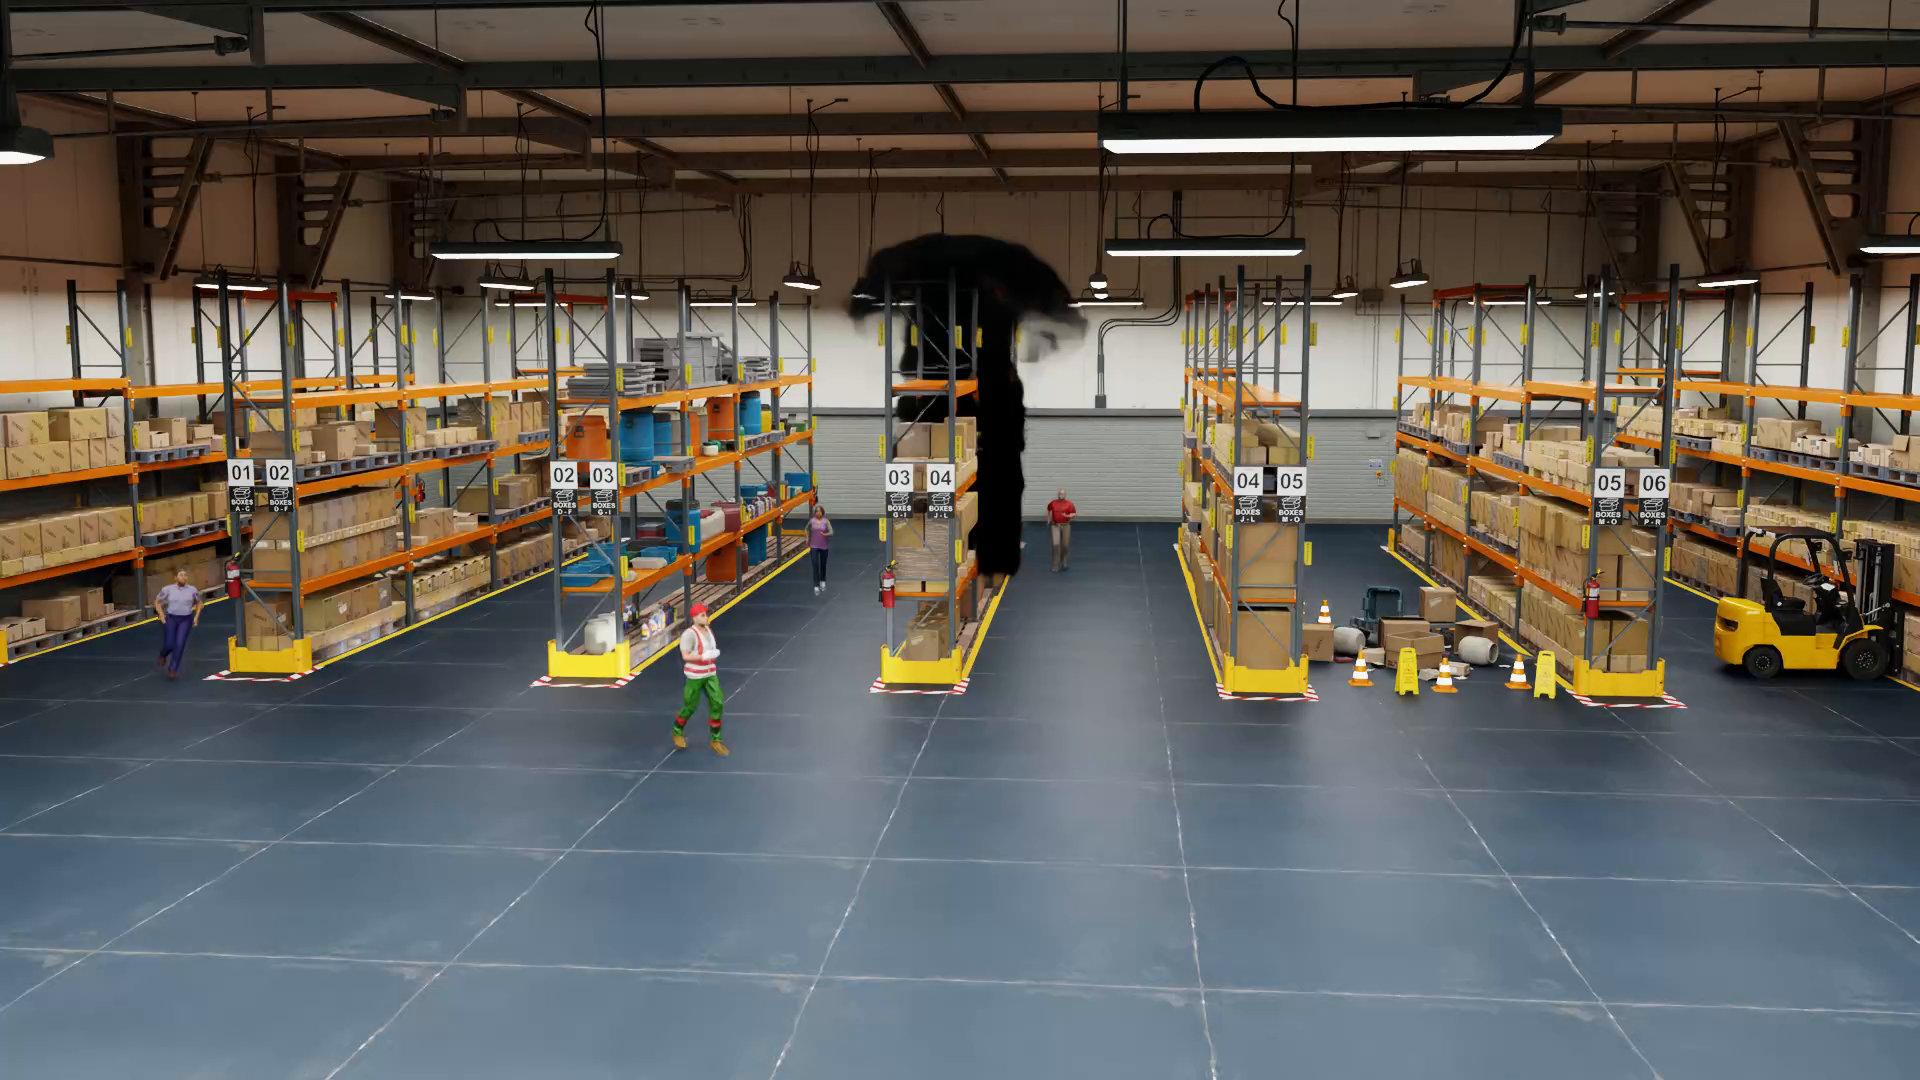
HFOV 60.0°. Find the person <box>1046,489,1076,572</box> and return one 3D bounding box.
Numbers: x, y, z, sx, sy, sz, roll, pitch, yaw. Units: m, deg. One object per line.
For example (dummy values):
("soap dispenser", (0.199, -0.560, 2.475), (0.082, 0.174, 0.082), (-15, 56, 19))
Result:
("person", (2.181, -0.203, 35.901), (0.637, 1.801, 0.785), (0, 7, 1))

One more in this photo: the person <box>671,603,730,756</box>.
("person", (-3.162, 1.673, 20.060), (0.836, 1.846, 0.661), (5, 9, 36))

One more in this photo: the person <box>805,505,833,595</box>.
("person", (-2.603, 0.167, 30.736), (0.531, 1.615, 0.819), (-1, 7, -5))

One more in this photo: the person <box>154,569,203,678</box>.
("person", (-11.617, 1.220, 24.774), (0.653, 1.582, 0.666), (-4, 8, -31))
